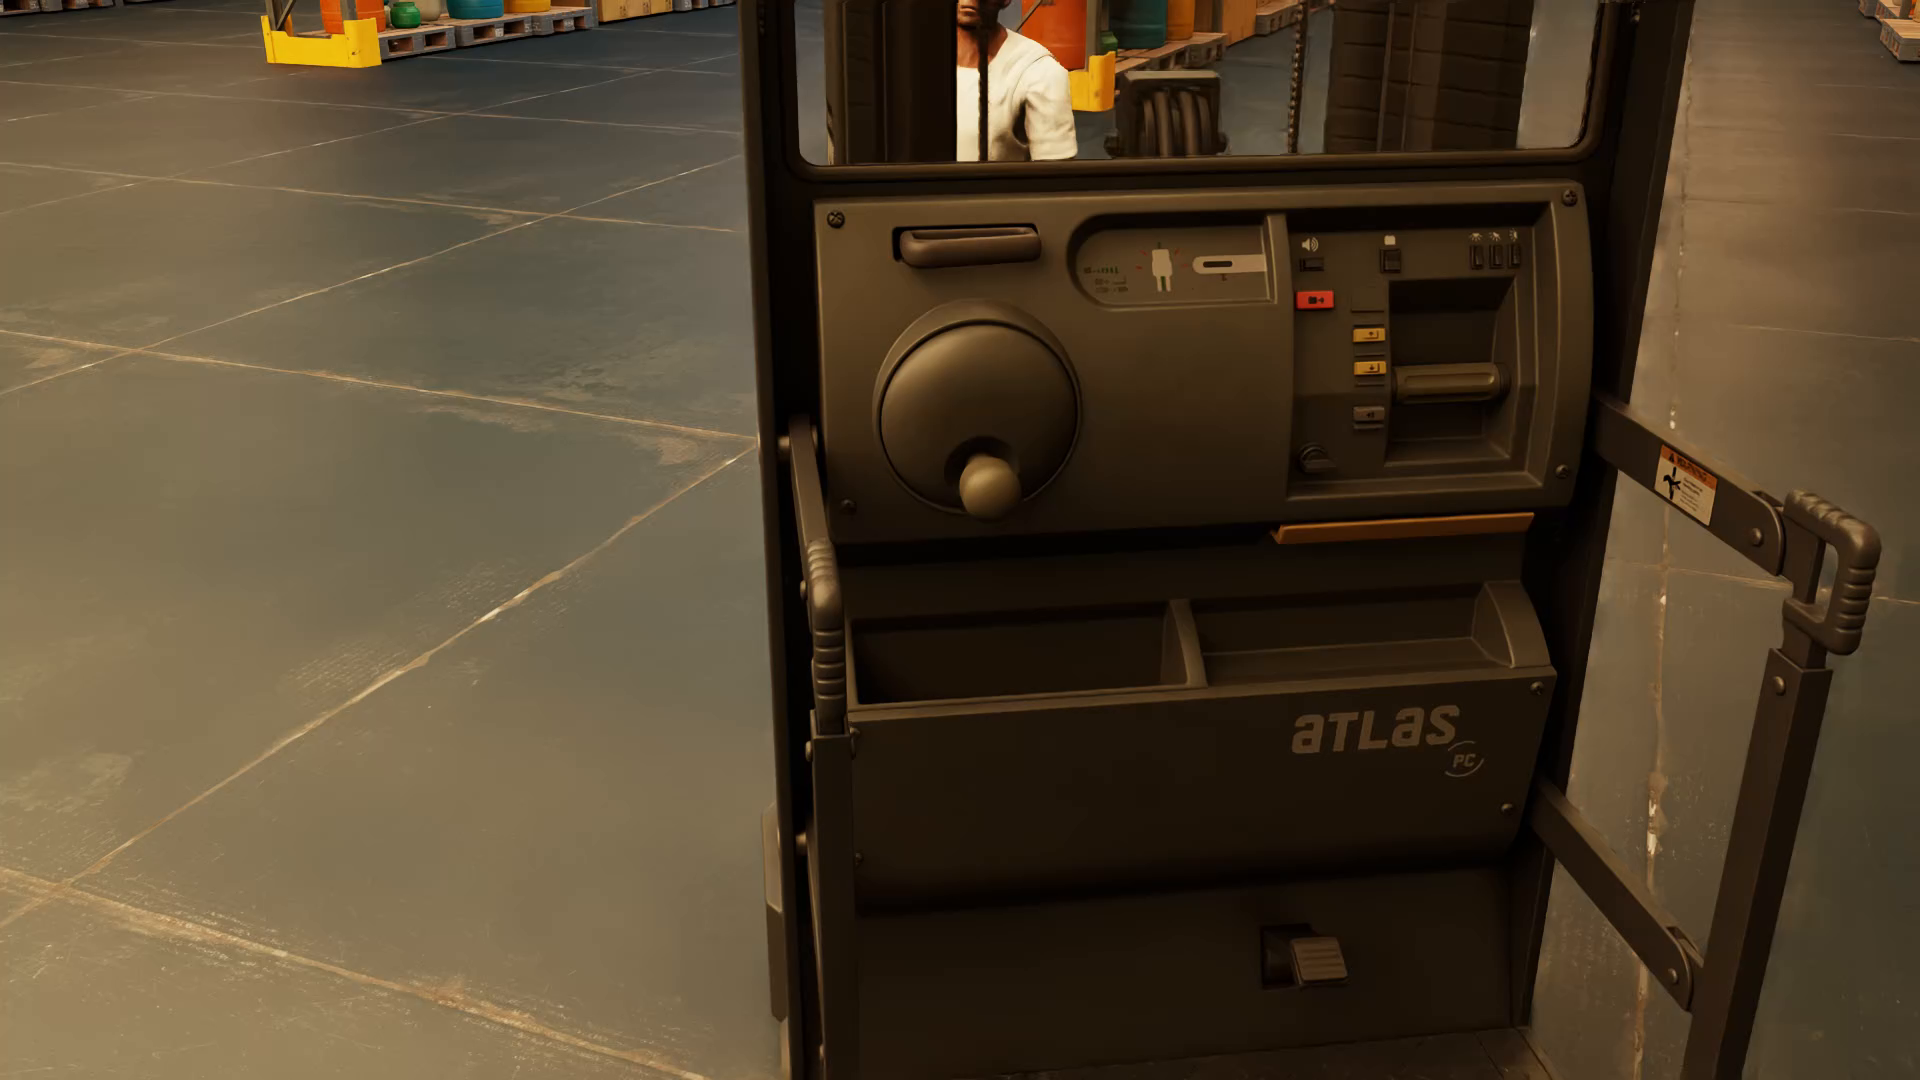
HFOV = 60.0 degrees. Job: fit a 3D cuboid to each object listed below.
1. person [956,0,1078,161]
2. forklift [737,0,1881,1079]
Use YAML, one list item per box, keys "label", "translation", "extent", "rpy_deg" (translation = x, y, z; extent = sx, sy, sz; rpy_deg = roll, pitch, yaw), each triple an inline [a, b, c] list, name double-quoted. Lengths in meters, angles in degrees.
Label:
- label: "person"
  translation: [-0.032, -0.798, 4.692]
  extent: [0.665, 1.766, 0.576]
  rpy_deg: [9, 24, 21]
- label: "forklift"
  translation: [0.330, -0.200, 1.770]
  extent: [1.130, 2.935, 3.031]
  rpy_deg: [-3, 23, -7]
